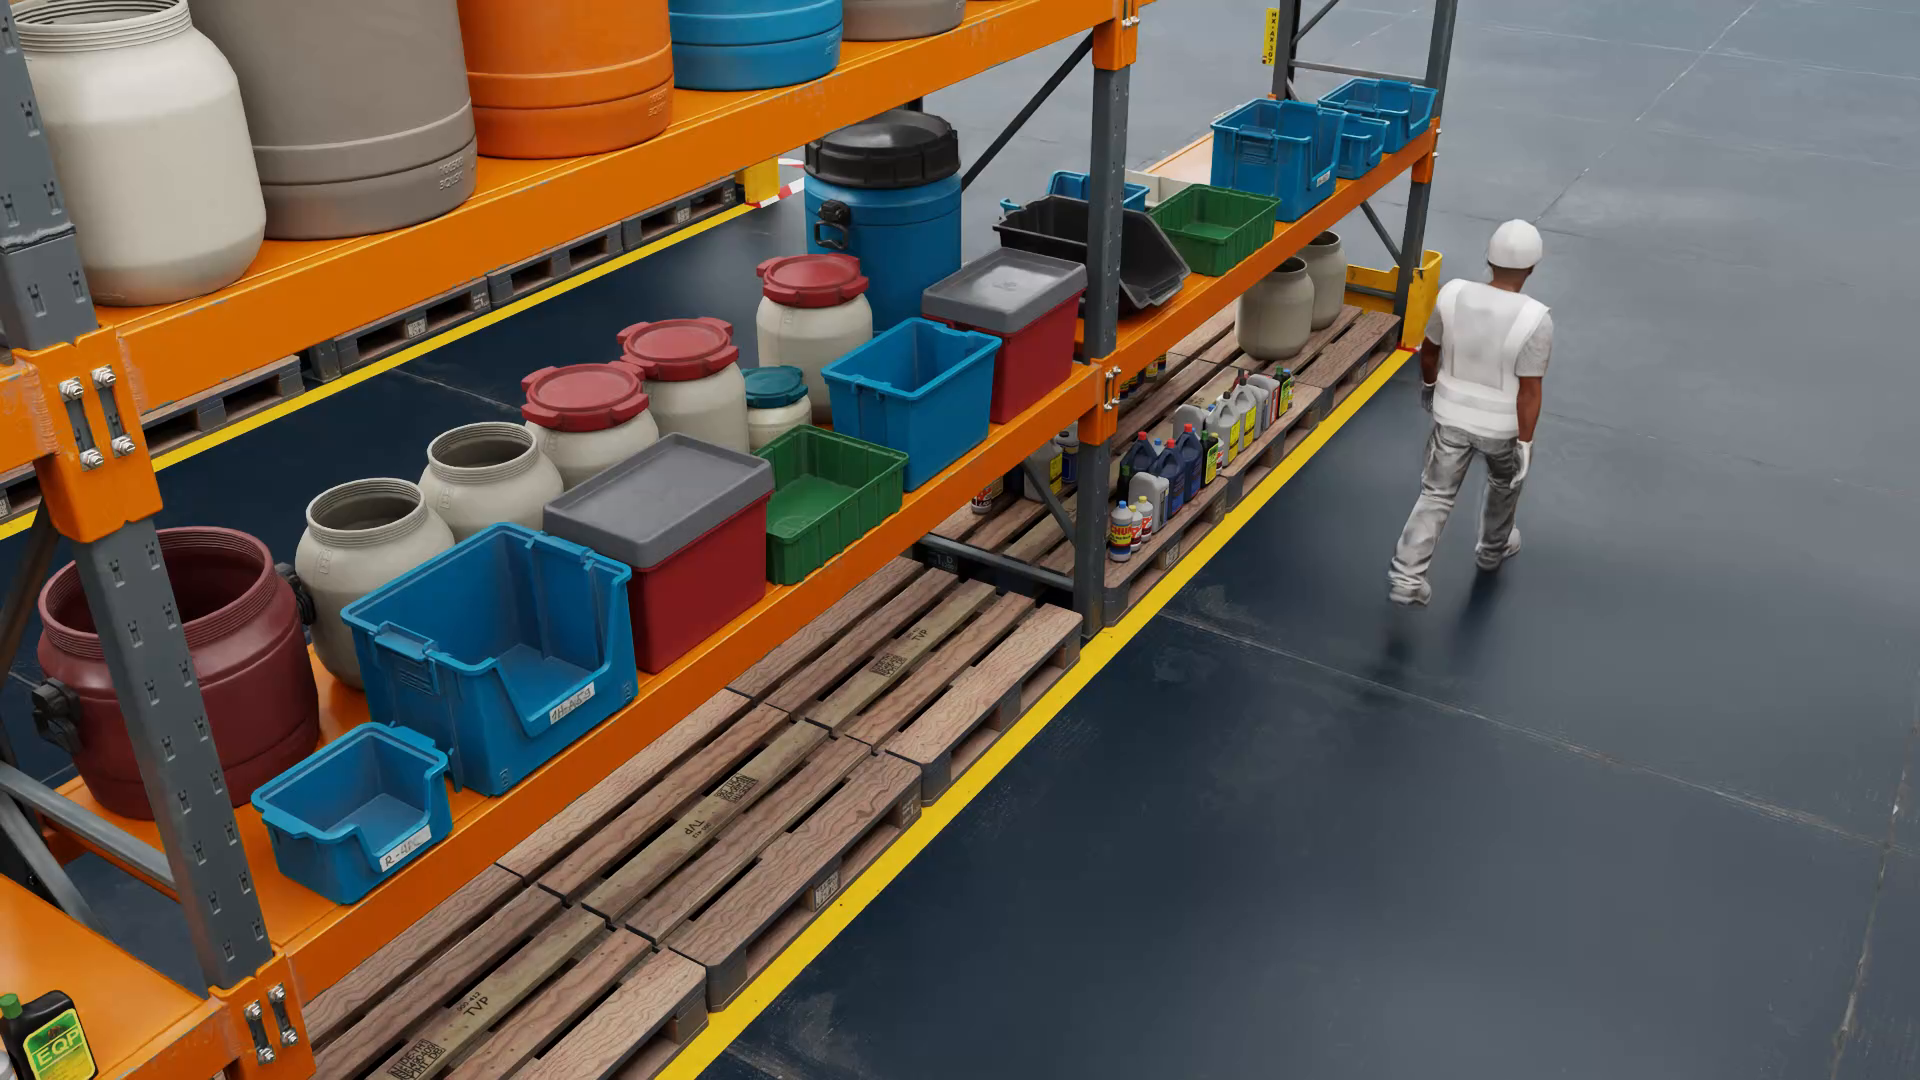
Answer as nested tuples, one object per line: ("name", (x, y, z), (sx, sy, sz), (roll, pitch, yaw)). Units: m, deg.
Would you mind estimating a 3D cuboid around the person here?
("person", (2.213, -0.541, 7.123), (0.606, 1.738, 1.062), (20, 35, 30))
